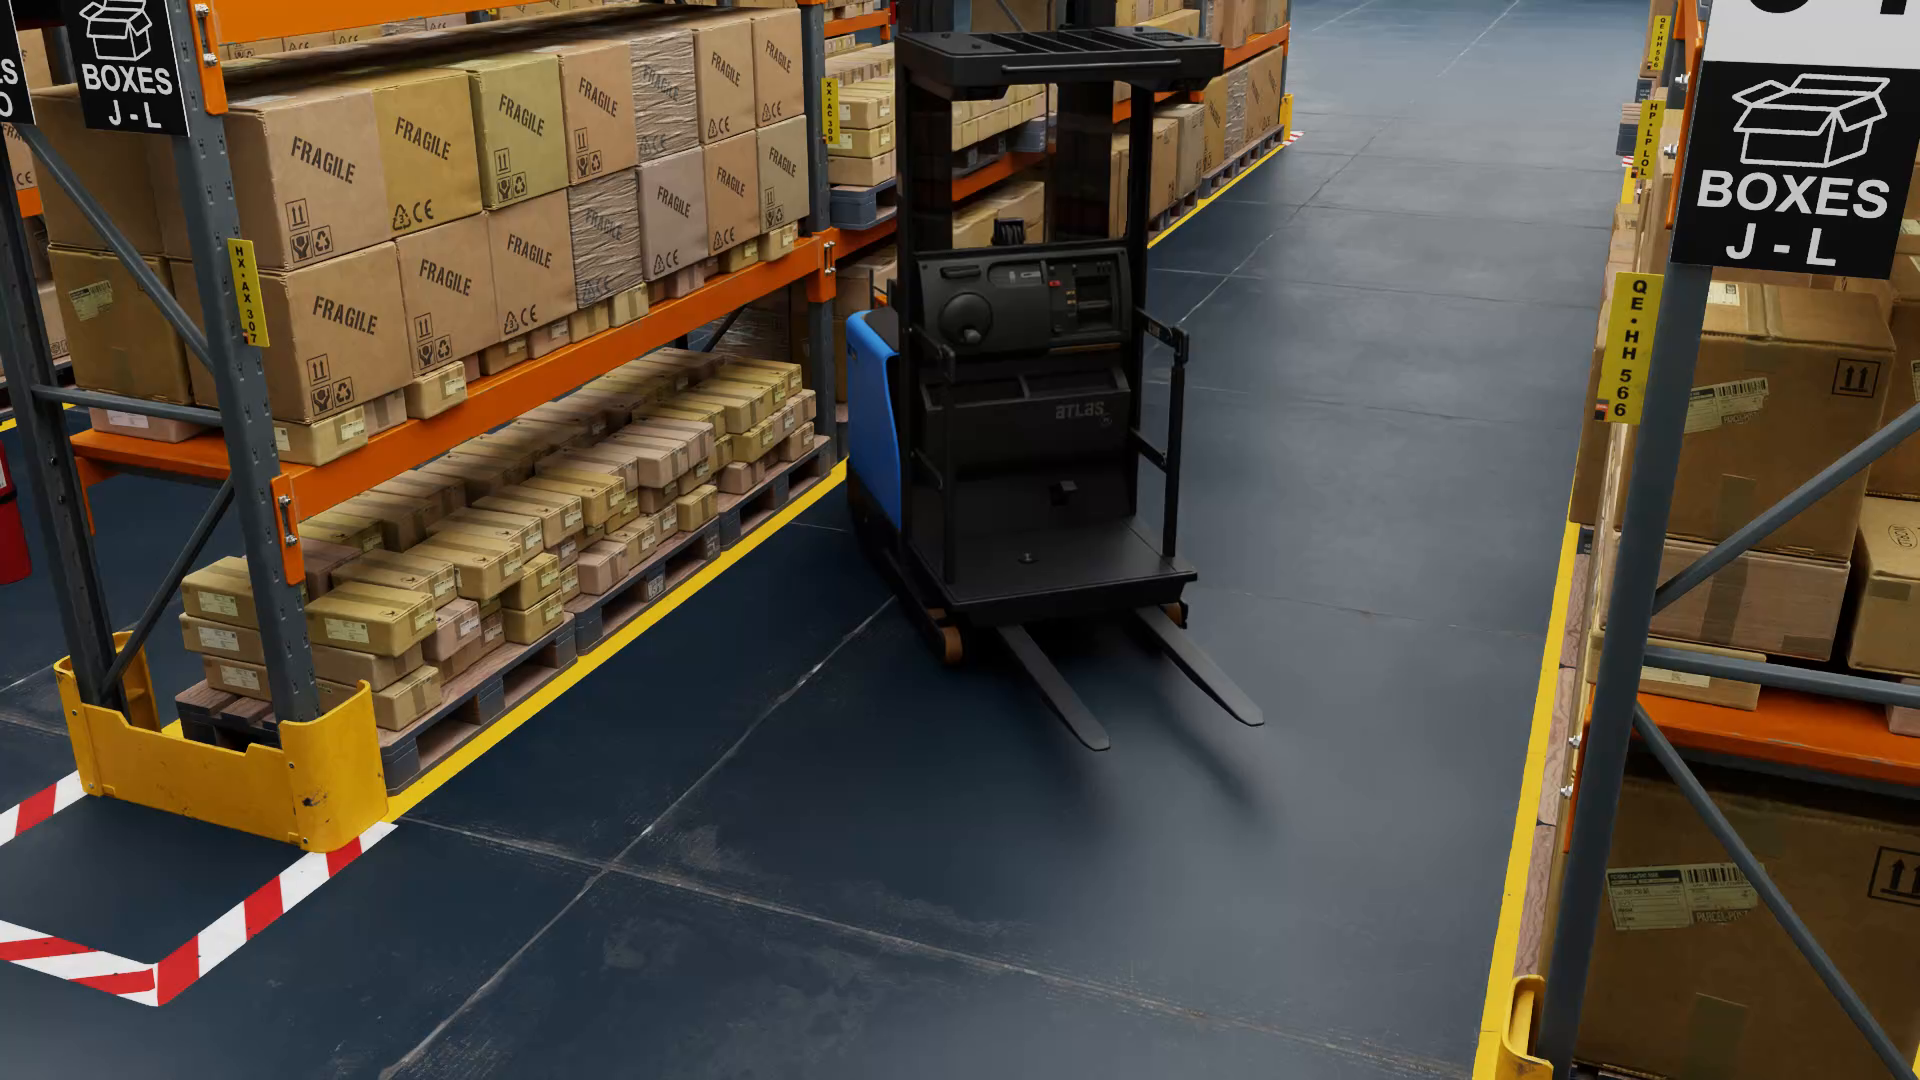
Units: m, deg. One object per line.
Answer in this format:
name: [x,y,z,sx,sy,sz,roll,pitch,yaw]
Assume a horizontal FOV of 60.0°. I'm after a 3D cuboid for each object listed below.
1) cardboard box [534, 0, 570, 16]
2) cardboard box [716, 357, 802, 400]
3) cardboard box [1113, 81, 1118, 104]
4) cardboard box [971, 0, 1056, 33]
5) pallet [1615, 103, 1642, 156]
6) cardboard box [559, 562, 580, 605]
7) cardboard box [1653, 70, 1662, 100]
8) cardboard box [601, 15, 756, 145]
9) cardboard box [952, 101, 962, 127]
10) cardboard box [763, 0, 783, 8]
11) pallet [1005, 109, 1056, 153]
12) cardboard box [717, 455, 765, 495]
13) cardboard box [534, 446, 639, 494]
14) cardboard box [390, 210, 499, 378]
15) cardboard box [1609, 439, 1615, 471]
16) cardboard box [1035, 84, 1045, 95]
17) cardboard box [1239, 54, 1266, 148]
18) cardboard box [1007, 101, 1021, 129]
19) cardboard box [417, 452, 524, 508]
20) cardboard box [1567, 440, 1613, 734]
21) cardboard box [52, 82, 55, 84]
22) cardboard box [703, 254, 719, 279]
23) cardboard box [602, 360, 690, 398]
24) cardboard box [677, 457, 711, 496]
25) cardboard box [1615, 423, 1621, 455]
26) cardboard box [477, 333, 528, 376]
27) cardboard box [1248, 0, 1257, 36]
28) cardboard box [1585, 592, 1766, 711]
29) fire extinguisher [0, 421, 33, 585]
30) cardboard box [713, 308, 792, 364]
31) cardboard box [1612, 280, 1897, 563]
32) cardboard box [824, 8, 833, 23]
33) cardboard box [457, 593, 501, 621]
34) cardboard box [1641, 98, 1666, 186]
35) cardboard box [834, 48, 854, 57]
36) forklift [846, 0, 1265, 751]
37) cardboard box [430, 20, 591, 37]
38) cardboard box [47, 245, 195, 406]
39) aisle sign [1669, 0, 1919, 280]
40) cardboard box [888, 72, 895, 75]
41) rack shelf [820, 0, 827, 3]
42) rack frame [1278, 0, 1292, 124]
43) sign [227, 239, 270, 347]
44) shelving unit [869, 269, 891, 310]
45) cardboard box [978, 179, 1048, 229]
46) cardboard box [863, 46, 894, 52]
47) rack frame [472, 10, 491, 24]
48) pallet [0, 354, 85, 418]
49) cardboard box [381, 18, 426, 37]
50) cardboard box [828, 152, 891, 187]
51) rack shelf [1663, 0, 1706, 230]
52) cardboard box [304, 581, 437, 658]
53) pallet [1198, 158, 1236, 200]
cardboard box: [-3.746,-4.650,14.431,0.500,0.500,0.500,10,25,23]
cardboard box: [-1.058,-0.842,8.756,0.380,0.149,0.250,9,24,22]
cardboard box: [0.922,-3.636,12.933,0.500,0.500,0.500,9,24,20]
cardboard box: [0.494,-3.952,12.393,0.700,0.500,0.500,9,24,20]
pallet: [5.052,-2.721,11.121,1.213,0.211,1.003,9,24,20]
cardboard box: [-1.852,0.182,7.077,0.380,0.149,0.250,9,24,20]
cardboard box: [5.164,-3.192,11.325,0.700,0.500,0.500,13,26,28]
cardboard box: [-1.278,-2.106,7.587,0.500,0.500,0.500,8,24,18]
cardboard box: [-0.210,-2.520,9.785,0.380,0.149,0.250,10,25,22]
cardboard box: [-2.242,-5.873,17.903,0.500,0.500,0.500,9,24,20]
pallet: [0.152,-2.927,11.613,1.213,0.211,1.003,9,24,20]
cardboard box: [-1.209,-0.358,8.370,0.380,0.149,0.250,8,24,18]
cardboard box: [-1.668,-0.292,7.438,0.380,0.149,0.250,9,24,20]
cardboard box: [-2.055,-0.922,6.050,0.500,0.500,0.500,9,24,20]
cardboard box: [2.309,-0.282,5.359,0.380,0.149,0.250,9,24,21]
cardboard box: [0.365,-3.068,11.099,0.380,0.149,0.250,9,24,21]
cardboard box: [2.774,-4.794,18.048,0.875,0.875,0.875,8,24,19]
cardboard box: [0.178,-2.755,10.735,0.380,0.149,0.250,8,24,18]
cardboard box: [-2.163,-0.260,7.362,0.380,0.149,0.250,8,24,18]
cardboard box: [2.746,0.226,6.029,0.875,0.875,0.875,9,24,20]
cardboard box: [-5.863,-2.880,10.800,0.500,0.250,0.500,9,24,20]
cardboard box: [-1.365,-1.325,7.856,0.380,0.149,0.250,8,24,19]
cardboard box: [-1.645,-0.823,8.711,0.380,0.149,0.250,10,25,23]
cardboard box: [-1.422,-0.344,7.951,0.380,0.149,0.250,9,24,21]
cardboard box: [2.226,-0.319,4.931,0.500,0.250,0.500,8,24,18]
cardboard box: [-1.930,-0.767,6.521,0.380,0.149,0.250,9,24,20]
cardboard box: [2.685,-5.696,17.799,0.875,0.550,0.550,9,24,20]
cardboard box: [1.741,0.265,4.049,0.380,0.149,0.250,9,24,21]
fire extinguisher: [-3.175,-0.191,5.399,0.296,0.674,0.183,9,24,20]
cardboard box: [-1.127,-1.195,9.918,0.500,0.500,0.500,8,24,19]
cardboard box: [1.851,-0.302,3.918,0.500,0.500,0.500,9,24,21]
cardboard box: [-1.694,-6.073,19.222,0.380,0.149,0.250,9,24,20]
cardboard box: [-2.058,0.221,6.597,0.380,0.149,0.250,9,24,21]
cardboard box: [4.263,-2.265,9.652,0.500,0.500,0.500,8,24,19]
cardboard box: [-1.590,-5.580,19.768,0.500,0.500,0.500,10,25,22]
forklift: [0.347,-0.997,6.835,1.130,2.935,3.031,-7,24,-16]
cardboard box: [-1.956,-2.008,7.354,0.500,0.500,0.500,9,24,21]
cardboard box: [-2.725,-0.804,5.766,0.500,0.500,0.500,9,24,21]
aisle sign: [1.609,-0.893,3.123,0.394,0.787,0.004,9,24,20]
cardboard box: [-0.209,-2.654,9.721,0.380,0.149,0.250,9,24,20]
rack shelf: [-0.425,-3.622,10.070,1.077,0.370,4.000,9,24,20]
rack frame: [3.290,-6.148,19.077,1.000,3.000,0.127,9,24,20]
sign: [-2.150,-0.744,5.017,0.100,0.325,0.005,9,24,20]
shelving unit: [-0.181,-0.819,8.653,0.503,1.200,0.258,-11,25,-24]
cardboard box: [0.308,-2.389,11.804,0.500,0.250,0.500,8,24,19]
cardboard box: [-0.424,-3.125,10.848,0.380,0.149,0.250,10,25,23]
rack frame: [-4.315,-3.958,13.833,1.000,3.000,0.127,9,24,20]
pallet: [-6.156,-0.979,10.319,1.003,0.211,1.213,9,24,20]
cardboard box: [-4.447,-4.058,12.647,0.500,0.500,0.500,9,24,21]
cardboard box: [-0.594,-2.007,8.944,0.380,0.149,0.250,8,24,18]
rack shelf: [2.657,-1.444,4.857,1.077,0.370,4.000,9,24,20]
cardboard box: [-2.143,0.286,6.056,0.380,0.149,0.250,8,24,18]
pallet: [2.159,-3.691,16.812,1.003,0.211,1.213,9,24,20]
